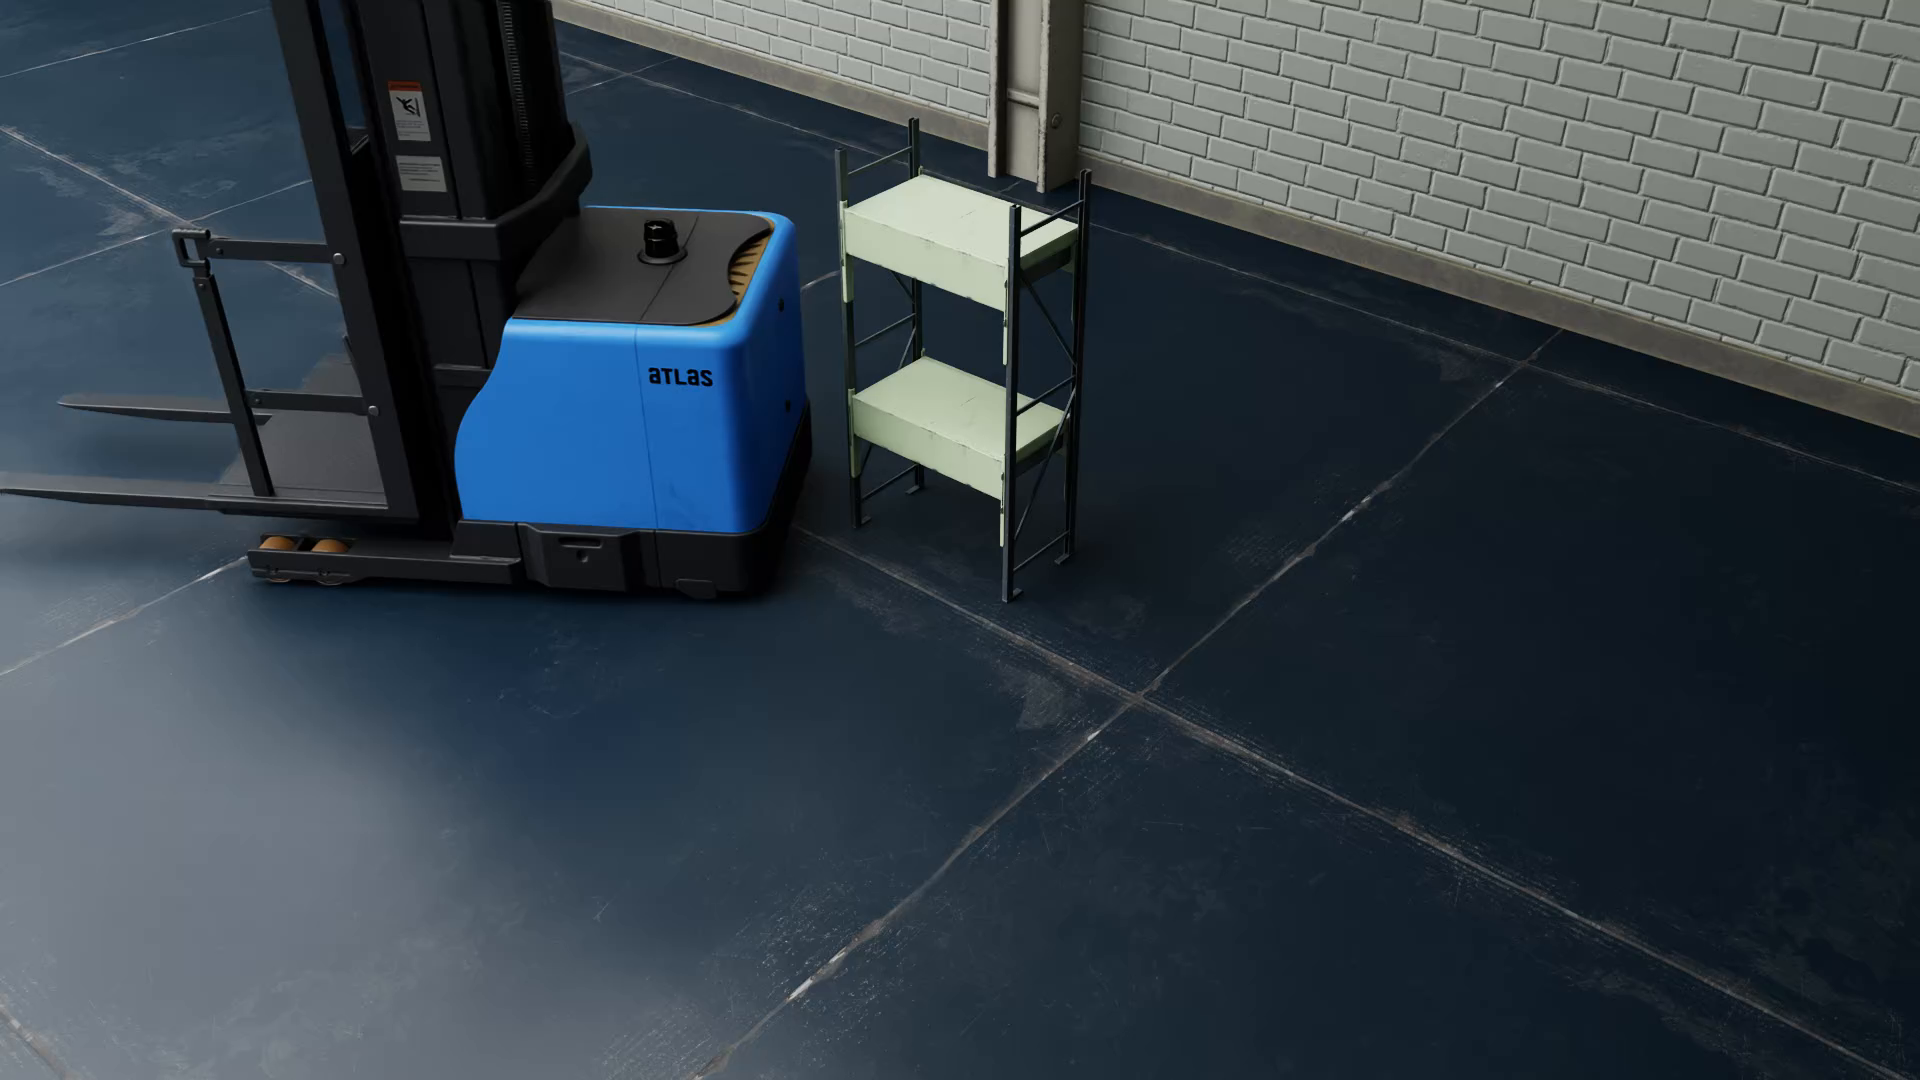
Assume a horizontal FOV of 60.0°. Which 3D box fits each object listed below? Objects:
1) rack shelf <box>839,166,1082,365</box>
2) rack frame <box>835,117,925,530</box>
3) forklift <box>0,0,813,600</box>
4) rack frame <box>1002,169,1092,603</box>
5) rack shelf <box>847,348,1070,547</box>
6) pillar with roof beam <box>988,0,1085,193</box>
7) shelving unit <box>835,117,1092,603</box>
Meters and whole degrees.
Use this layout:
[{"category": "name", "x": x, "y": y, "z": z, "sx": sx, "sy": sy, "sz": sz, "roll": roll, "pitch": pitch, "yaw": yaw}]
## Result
[{"category": "rack shelf", "x": 0.005, "y": -0.938, "z": 5.601, "sx": 0.720, "sy": 0.370, "sz": 0.431, "roll": 25, "pitch": 42, "yaw": 32}, {"category": "rack frame", "x": -0.276, "y": -0.748, "z": 6.015, "sx": 0.023, "sy": 1.500, "sz": 0.400, "roll": 25, "pitch": 42, "yaw": 32}, {"category": "forklift", "x": -2.135, "y": -1.337, "z": 5.607, "sx": 3.031, "sy": 2.935, "sz": 1.130, "roll": 3, "pitch": 35, "yaw": 4}, {"category": "rack frame", "x": 0.286, "y": -0.483, "z": 5.629, "sx": 0.023, "sy": 1.500, "sz": 0.400, "roll": 25, "pitch": 42, "yaw": 32}, {"category": "rack shelf", "x": 0.005, "y": -0.347, "z": 6.006, "sx": 0.720, "sy": 0.370, "sz": 0.431, "roll": 25, "pitch": 42, "yaw": 32}, {"category": "pillar with roof beam", "x": -2.353, "y": -3.847, "z": 3.902, "sx": 0.400, "sy": 9.000, "sz": 9.100, "roll": 25, "pitch": 42, "yaw": 32}, {"category": "shelving unit", "x": 0.005, "y": -0.616, "z": 5.822, "sx": 0.755, "sy": 1.500, "sz": 0.431, "roll": 25, "pitch": 42, "yaw": 32}]
